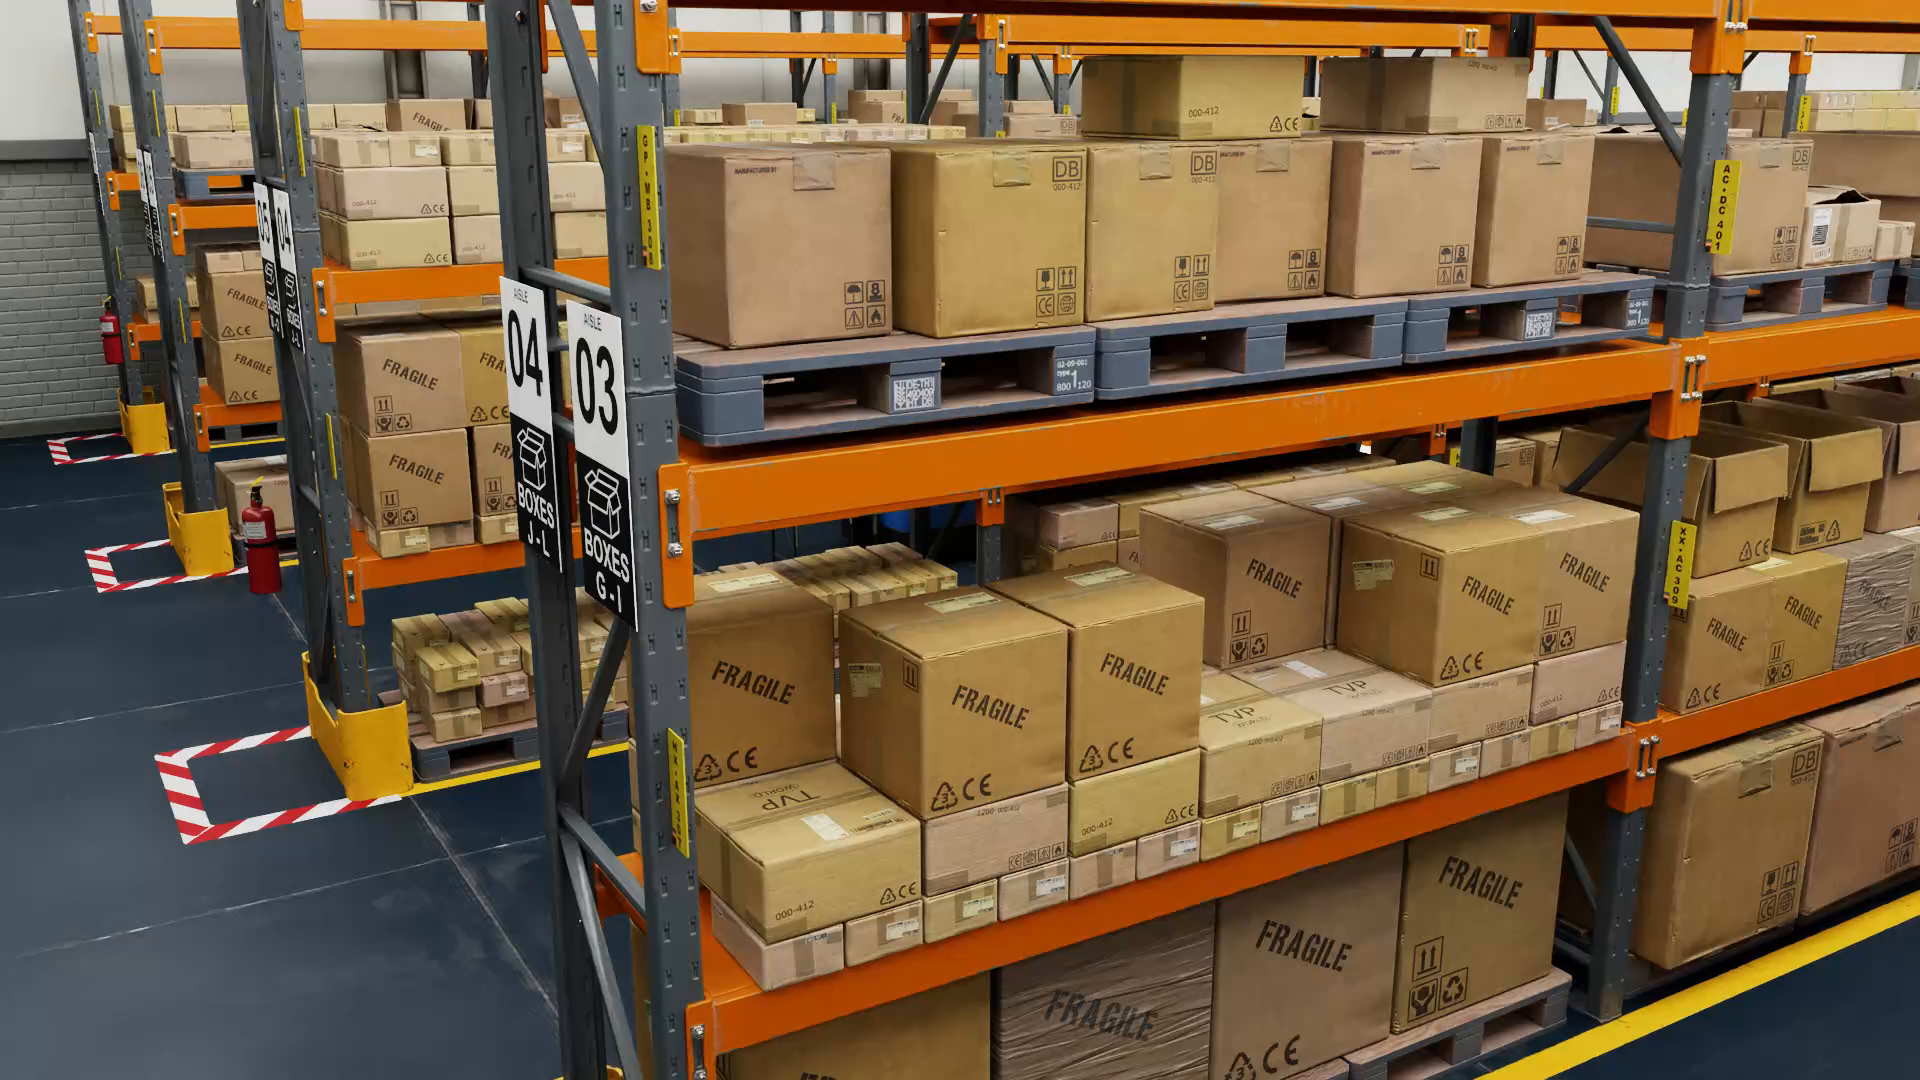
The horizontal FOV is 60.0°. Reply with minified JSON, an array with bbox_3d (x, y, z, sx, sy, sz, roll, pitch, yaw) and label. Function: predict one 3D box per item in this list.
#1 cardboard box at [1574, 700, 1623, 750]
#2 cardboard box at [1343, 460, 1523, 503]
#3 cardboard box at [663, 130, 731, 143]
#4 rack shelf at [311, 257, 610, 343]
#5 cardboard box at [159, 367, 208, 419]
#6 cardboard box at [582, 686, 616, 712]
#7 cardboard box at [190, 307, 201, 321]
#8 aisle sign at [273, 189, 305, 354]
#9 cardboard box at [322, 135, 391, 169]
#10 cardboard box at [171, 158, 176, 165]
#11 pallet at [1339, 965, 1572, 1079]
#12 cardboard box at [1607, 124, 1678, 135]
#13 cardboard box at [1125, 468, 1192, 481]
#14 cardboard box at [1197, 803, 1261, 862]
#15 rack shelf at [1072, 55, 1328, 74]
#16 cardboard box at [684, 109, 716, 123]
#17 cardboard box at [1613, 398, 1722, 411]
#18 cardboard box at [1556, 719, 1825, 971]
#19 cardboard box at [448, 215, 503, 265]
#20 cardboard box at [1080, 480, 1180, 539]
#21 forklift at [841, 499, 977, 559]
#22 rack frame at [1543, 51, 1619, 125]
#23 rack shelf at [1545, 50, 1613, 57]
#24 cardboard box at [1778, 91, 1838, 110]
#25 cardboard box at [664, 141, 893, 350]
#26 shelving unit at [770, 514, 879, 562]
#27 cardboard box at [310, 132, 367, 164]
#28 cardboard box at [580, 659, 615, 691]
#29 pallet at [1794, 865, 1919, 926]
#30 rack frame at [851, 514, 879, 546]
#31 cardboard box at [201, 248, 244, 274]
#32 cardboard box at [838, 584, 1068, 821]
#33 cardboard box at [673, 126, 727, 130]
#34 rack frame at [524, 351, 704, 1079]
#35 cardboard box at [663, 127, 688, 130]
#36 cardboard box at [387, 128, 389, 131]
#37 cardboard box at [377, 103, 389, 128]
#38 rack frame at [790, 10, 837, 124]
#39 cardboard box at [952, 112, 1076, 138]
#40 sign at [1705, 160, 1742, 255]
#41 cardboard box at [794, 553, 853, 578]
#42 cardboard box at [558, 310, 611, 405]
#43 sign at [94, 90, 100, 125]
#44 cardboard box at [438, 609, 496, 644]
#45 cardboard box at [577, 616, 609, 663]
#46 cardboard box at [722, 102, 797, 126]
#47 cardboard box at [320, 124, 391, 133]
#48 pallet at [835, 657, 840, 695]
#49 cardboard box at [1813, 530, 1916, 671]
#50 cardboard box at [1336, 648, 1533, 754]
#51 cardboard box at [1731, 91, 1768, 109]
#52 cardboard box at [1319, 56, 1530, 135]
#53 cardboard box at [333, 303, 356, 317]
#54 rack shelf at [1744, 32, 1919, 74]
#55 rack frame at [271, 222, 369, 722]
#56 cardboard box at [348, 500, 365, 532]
[{"bbox_3d":[2.331,0.661,6.462,0.250,0.149,0.380,-9,18,-29],"label":"cardboard box"},{"bbox_3d":[1.881,-0.003,6.702,0.500,0.500,0.500,-9,18,-30],"label":"cardboard box"},{"bbox_3d":[-1.473,-2.213,9.301,0.250,0.149,0.380,-10,18,-31],"label":"cardboard box"},{"bbox_3d":[-1.759,-1.560,9.694,4.000,0.370,1.077,-9,18,-30],"label":"rack shelf"},{"bbox_3d":[-8.095,-1.527,17.646,0.637,0.503,0.797,-10,19,-32],"label":"cardboard box"},{"bbox_3d":[-2.192,0.886,9.696,0.250,0.149,0.380,-9,18,-29],"label":"cardboard box"},{"bbox_3d":[-8.051,-2.371,17.275,0.250,0.149,0.380,-9,18,-28],"label":"cardboard box"},{"bbox_3d":[-3.381,-1.356,8.375,0.004,0.787,0.394,-9,18,-30],"label":"aisle sign"},{"bbox_3d":[-3.078,-1.981,8.476,0.250,0.149,0.380,-9,18,-30],"label":"cardboard box"},{"bbox_3d":[-8.064,-3.820,16.887,0.250,0.149,0.380,-9,18,-29],"label":"cardboard box"},{"bbox_3d":[1.731,1.852,6.913,1.213,0.211,1.003,-9,18,-30],"label":"pallet"},{"bbox_3d":[5.424,-3.210,13.446,0.500,0.311,0.500,-10,19,-32],"label":"cardboard box"},{"bbox_3d":[1.357,-0.407,12.268,0.500,0.250,0.500,-10,19,-32],"label":"cardboard box"},{"bbox_3d":[0.787,0.911,5.567,0.250,0.149,0.380,-10,18,-31],"label":"cardboard box"},{"bbox_3d":[3.332,-6.759,23.424,4.000,0.370,1.077,-9,18,-30],"label":"rack shelf"},{"bbox_3d":[-3.065,-4.986,19.571,0.250,0.149,0.380,-9,18,-30],"label":"cardboard box"},{"bbox_3d":[6.328,-0.864,14.825,0.750,0.750,1.050,-9,18,-30],"label":"cardboard box"},{"bbox_3d":[2.962,1.149,7.413,0.875,0.875,1.225,-9,18,-30],"label":"cardboard box"},{"bbox_3d":[-2.503,-1.632,8.894,0.500,0.250,0.500,-9,18,-28],"label":"cardboard box"},{"bbox_3d":[1.180,-0.216,11.587,0.500,0.250,0.500,-9,18,-28],"label":"cardboard box"},{"bbox_3d":[0.526,-1.505,13.847,3.031,2.935,1.130,-10,19,-32],"label":"forklift"},{"bbox_3d":[7.606,-6.428,20.170,0.127,3.000,1.000,-9,18,-30],"label":"rack frame"},{"bbox_3d":[5.892,-5.802,19.275,4.000,0.370,1.077,-9,18,-30],"label":"rack shelf"},{"bbox_3d":[7.300,-3.782,14.311,0.250,0.149,0.380,-9,18,-29],"label":"cardboard box"},{"bbox_3d":[-0.587,-0.850,4.679,0.500,0.500,0.700,-11,19,-33],"label":"cardboard box"},{"bbox_3d":[-1.071,-0.529,13.017,0.755,1.500,0.431,-10,19,-32],"label":"shelving unit"},{"bbox_3d":[-3.339,-2.103,8.911,0.250,0.149,0.380,-9,18,-30],"label":"cardboard box"},{"bbox_3d":[-2.188,0.740,9.667,0.250,0.149,0.380,-9,18,-28],"label":"cardboard box"},{"bbox_3d":[4.093,1.469,8.279,1.213,0.211,1.003,-9,18,-30],"label":"pallet"},{"bbox_3d":[-0.765,-0.583,13.211,0.023,1.500,0.400,-10,19,-32],"label":"rack frame"},{"bbox_3d":[-5.662,-2.143,12.757,0.250,0.149,0.380,-9,18,-29],"label":"cardboard box"},{"bbox_3d":[-0.026,0.472,5.008,0.500,0.500,0.500,-10,18,-31],"label":"cardboard box"},{"bbox_3d":[-1.570,-2.389,9.931,0.250,0.149,0.380,-8,18,-27],"label":"cardboard box"},{"bbox_3d":[-1.005,0.977,4.866,0.127,3.000,1.000,-9,18,-30],"label":"rack frame"},{"bbox_3d":[-1.787,-2.350,9.790,0.250,0.149,0.380,-10,18,-31],"label":"cardboard box"},{"bbox_3d":[-5.964,-4.335,17.987,0.500,0.250,0.500,-10,18,-32],"label":"cardboard box"},{"bbox_3d":[-5.979,-4.577,17.924,0.500,0.250,0.500,-10,18,-31],"label":"cardboard box"},{"bbox_3d":[-1.811,-6.464,20.298,0.127,3.000,1.000,-9,18,-30],"label":"rack frame"},{"bbox_3d":[0.337,-2.462,10.615,0.500,0.500,0.700,-9,18,-30],"label":"cardboard box"},{"bbox_3d":[2.711,-1.182,5.907,0.005,0.325,0.100,-9,18,-30],"label":"sign"},{"bbox_3d":[-0.904,0.215,10.987,0.250,0.149,0.380,-9,18,-30],"label":"cardboard box"},{"bbox_3d":[-2.065,-0.997,9.320,0.500,0.500,0.500,-10,18,-31],"label":"cardboard box"},{"bbox_3d":[-8.389,-4.203,16.170,0.005,0.325,0.100,-9,18,-30],"label":"sign"},{"bbox_3d":[-2.905,0.546,9.806,0.250,0.149,0.380,-9,18,-29],"label":"cardboard box"},{"bbox_3d":[-2.223,0.580,9.683,0.250,0.149,0.380,-10,19,-32],"label":"cardboard box"},{"bbox_3d":[-1.775,-3.622,14.751,0.500,0.500,0.500,-10,18,-31],"label":"cardboard box"},{"bbox_3d":[-4.800,-3.164,13.283,0.500,0.311,0.500,-9,18,-29],"label":"cardboard box"},{"bbox_3d":[-0.602,0.704,11.007,1.213,0.211,1.003,-9,18,-30],"label":"pallet"},{"bbox_3d":[3.806,0.228,7.355,0.500,0.500,0.500,-10,18,-31],"label":"cardboard box"},{"bbox_3d":[1.738,0.545,6.135,0.500,0.250,0.500,-9,18,-28],"label":"cardboard box"},{"bbox_3d":[6.963,-3.935,14.856,0.250,0.149,0.380,-9,18,-30],"label":"cardboard box"},{"bbox_3d":[1.614,-1.553,5.798,0.500,0.250,0.500,-11,19,-33],"label":"cardboard box"},{"bbox_3d":[-5.111,-1.919,13.162,0.500,0.500,0.500,-10,18,-31],"label":"cardboard box"},{"bbox_3d":[8.528,-4.480,15.293,4.000,0.370,1.077,-9,18,-30],"label":"rack shelf"},{"bbox_3d":[-3.473,-0.184,9.010,0.127,3.000,1.000,-9,18,-30],"label":"rack frame"},{"bbox_3d":[-3.339,-0.174,9.438,0.250,0.149,0.380,-9,18,-30],"label":"cardboard box"}]
